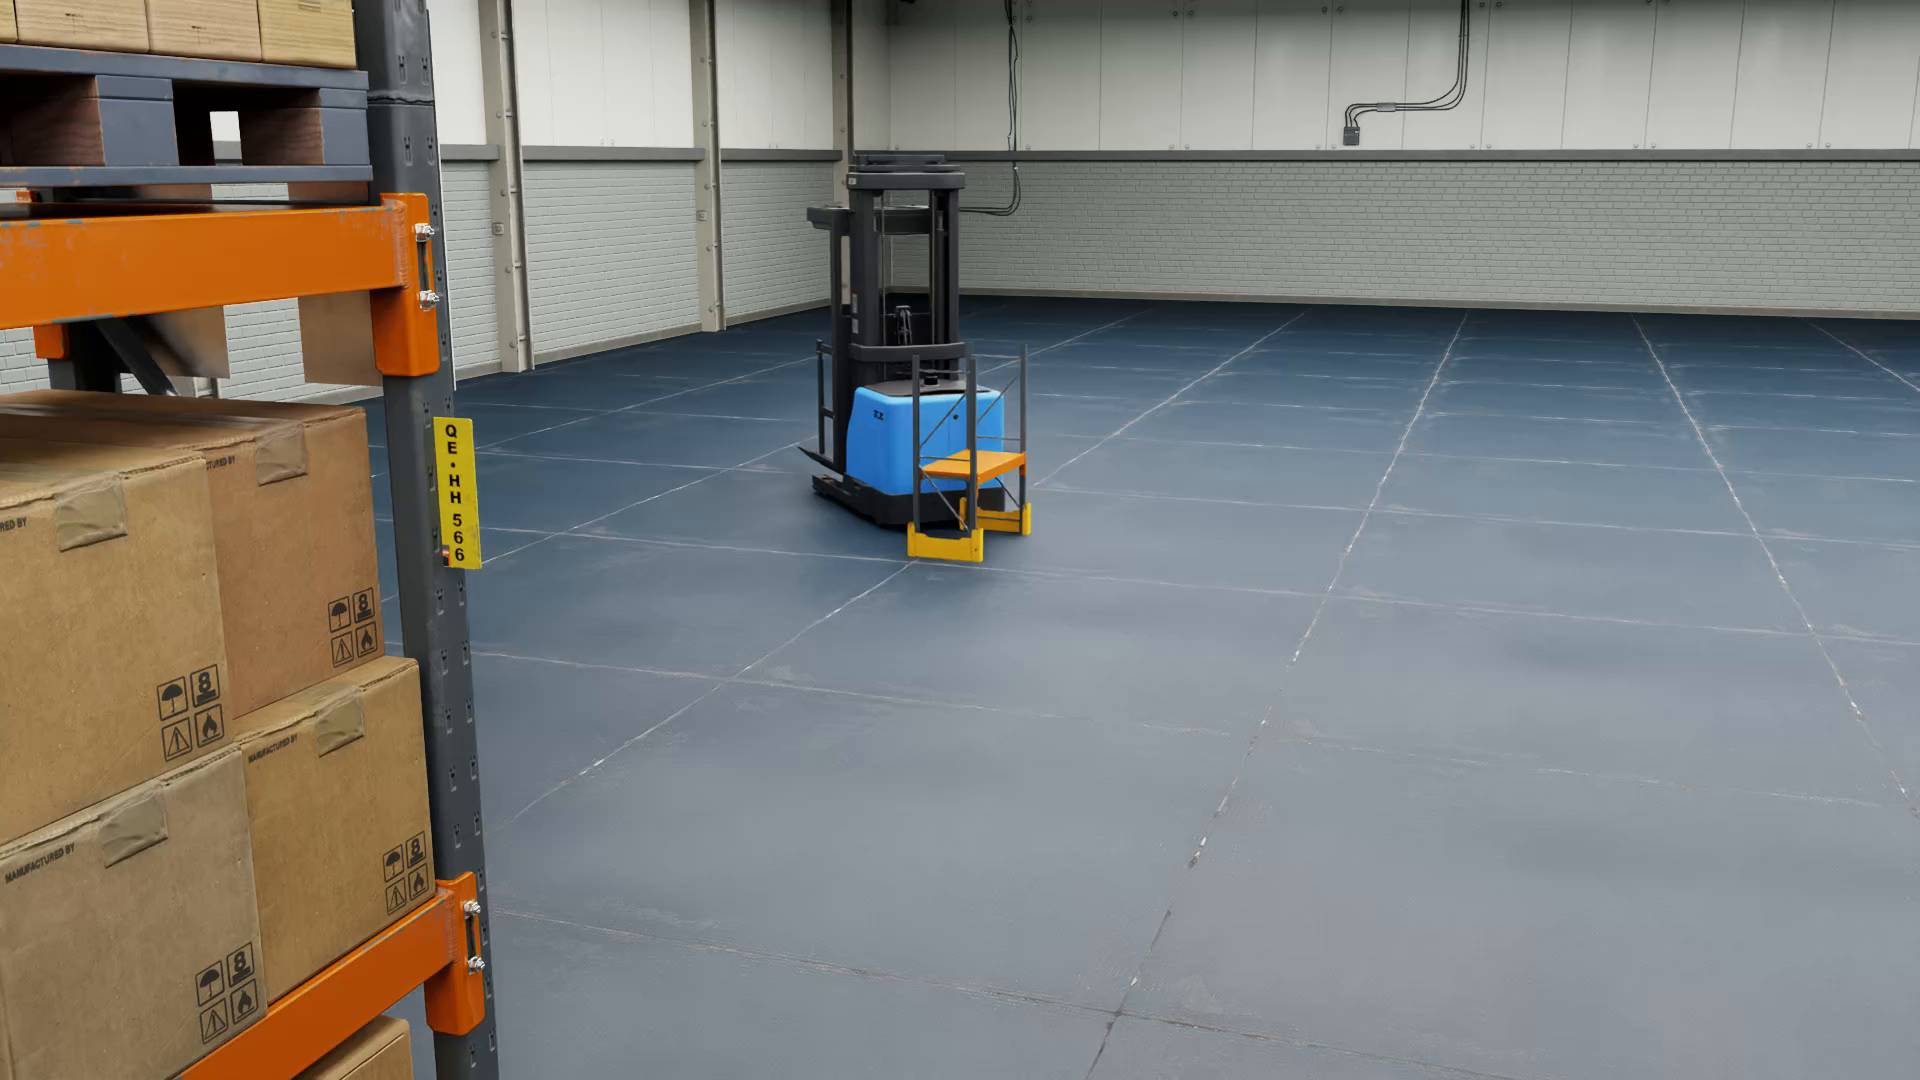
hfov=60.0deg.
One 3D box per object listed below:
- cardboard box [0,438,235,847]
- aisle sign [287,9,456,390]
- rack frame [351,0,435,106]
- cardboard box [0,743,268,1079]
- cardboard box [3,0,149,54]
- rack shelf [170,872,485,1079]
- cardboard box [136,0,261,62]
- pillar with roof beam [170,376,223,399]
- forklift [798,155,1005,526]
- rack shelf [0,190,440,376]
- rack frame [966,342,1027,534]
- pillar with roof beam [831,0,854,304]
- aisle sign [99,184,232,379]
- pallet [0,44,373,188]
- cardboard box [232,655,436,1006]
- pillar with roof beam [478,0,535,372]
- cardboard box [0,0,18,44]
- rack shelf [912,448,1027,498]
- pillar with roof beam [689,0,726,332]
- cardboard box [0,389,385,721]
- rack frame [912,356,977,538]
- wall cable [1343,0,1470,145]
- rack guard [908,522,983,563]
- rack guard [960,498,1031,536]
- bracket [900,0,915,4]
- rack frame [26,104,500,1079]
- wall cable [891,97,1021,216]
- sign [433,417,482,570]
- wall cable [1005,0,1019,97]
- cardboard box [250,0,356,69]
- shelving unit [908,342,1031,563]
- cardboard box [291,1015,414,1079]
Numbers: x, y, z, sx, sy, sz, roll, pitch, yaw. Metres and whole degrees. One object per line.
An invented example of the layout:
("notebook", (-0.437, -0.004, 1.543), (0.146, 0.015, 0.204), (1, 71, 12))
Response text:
("cardboard box", (-1.830, 0.138, 2.881), (0.875, 0.550, 0.550), (4, 14, 18))
("aisle sign", (-1.276, -0.721, 3.565), (0.394, 0.787, 0.004), (4, 14, 18))
("rack frame", (-1.583, -2.385, 3.216), (1.000, 3.000, 0.127), (4, 14, 18))
("cardboard box", (-1.817, 0.665, 2.996), (0.875, 0.550, 0.550), (4, 14, 18))
("cardboard box", (-1.534, -0.853, 2.637), (0.380, 0.149, 0.250), (5, 14, 19))
("rack shelf", (-2.230, 1.311, 2.119), (1.077, 0.370, 4.000), (4, 14, 18))
("cardboard box", (-1.452, -0.907, 2.874), (0.380, 0.149, 0.250), (4, 14, 19))
("pillar with roof beam", (-4.119, -5.212, 15.601), (9.100, 9.000, 0.400), (4, 14, 18))
("forklift", (-0.661, -1.829, 14.413), (1.130, 2.935, 3.031), (-5, 14, -22))
("rack shelf", (-2.230, -0.151, 1.785), (1.077, 0.370, 4.000), (4, 14, 18))
("rack frame", (0.286, -0.799, 13.120), (0.500, 1.500, 0.032), (5, 14, 22))
("pillar with roof beam", (1.705, -9.002, 32.206), (9.100, 9.000, 0.548), (4, 14, 18))
("aisle sign", (-1.844, -0.765, 3.755), (0.394, 0.787, 0.004), (4, 14, 18))
("pallet", (-1.813, -0.723, 2.872), (1.003, 0.211, 1.213), (4, 14, 18))
("cardboard box", (-1.660, 0.548, 3.511), (0.875, 0.550, 0.550), (4, 14, 18))
("pillar with roof beam", (-2.178, -6.475, 21.136), (9.100, 9.000, 0.400), (4, 14, 18))
("cardboard box", (-1.617, -0.799, 2.404), (0.380, 0.149, 0.250), (4, 14, 19))
("rack shelf", (0.087, -0.520, 12.704), (0.538, 0.185, 1.000), (5, 14, 22))
("pillar with roof beam", (-0.236, -7.739, 26.671), (9.100, 9.000, 0.400), (4, 14, 18))
("cardboard box", (-1.739, 0.015, 3.417), (0.875, 0.550, 0.550), (4, 14, 18))
("rack frame", (-0.111, -0.591, 12.207), (0.500, 1.500, 0.032), (5, 14, 22))
("wall cable", (8.814, -10.808, 32.476), (2.305, 6.003, 0.169), (4, 14, 18))
("rack guard", (-0.111, 0.018, 12.347), (0.587, 0.250, 0.087), (5, 14, 22))
("rack guard", (0.278, -0.186, 13.241), (0.587, 0.250, 0.087), (5, 14, 22))
("bracket", (-1.132, -11.628, 35.620), (0.235, 0.232, 0.430), (4, 14, 18))
("rack frame", (-1.583, 0.539, 3.884), (1.000, 3.000, 0.127), (4, 14, 18))
("wall cable", (-0.164, -8.323, 36.210), (3.097, 2.526, 0.112), (4, 14, 18))
("sign", (-1.074, -0.099, 3.545), (0.100, 0.325, 0.005), (4, 14, 18))
("wall cable", (2.396, -10.591, 34.794), (3.097, 2.526, 0.112), (4, 14, 18))
("cardboard box", (-1.370, -0.960, 3.107), (0.380, 0.149, 0.250), (4, 14, 18))
("shelving unit", (0.084, -0.693, 12.655), (0.587, 1.500, 1.083), (5, 14, 22))
("cardboard box", (-1.740, 1.518, 3.427), (0.875, 0.875, 0.875), (4, 14, 19))
